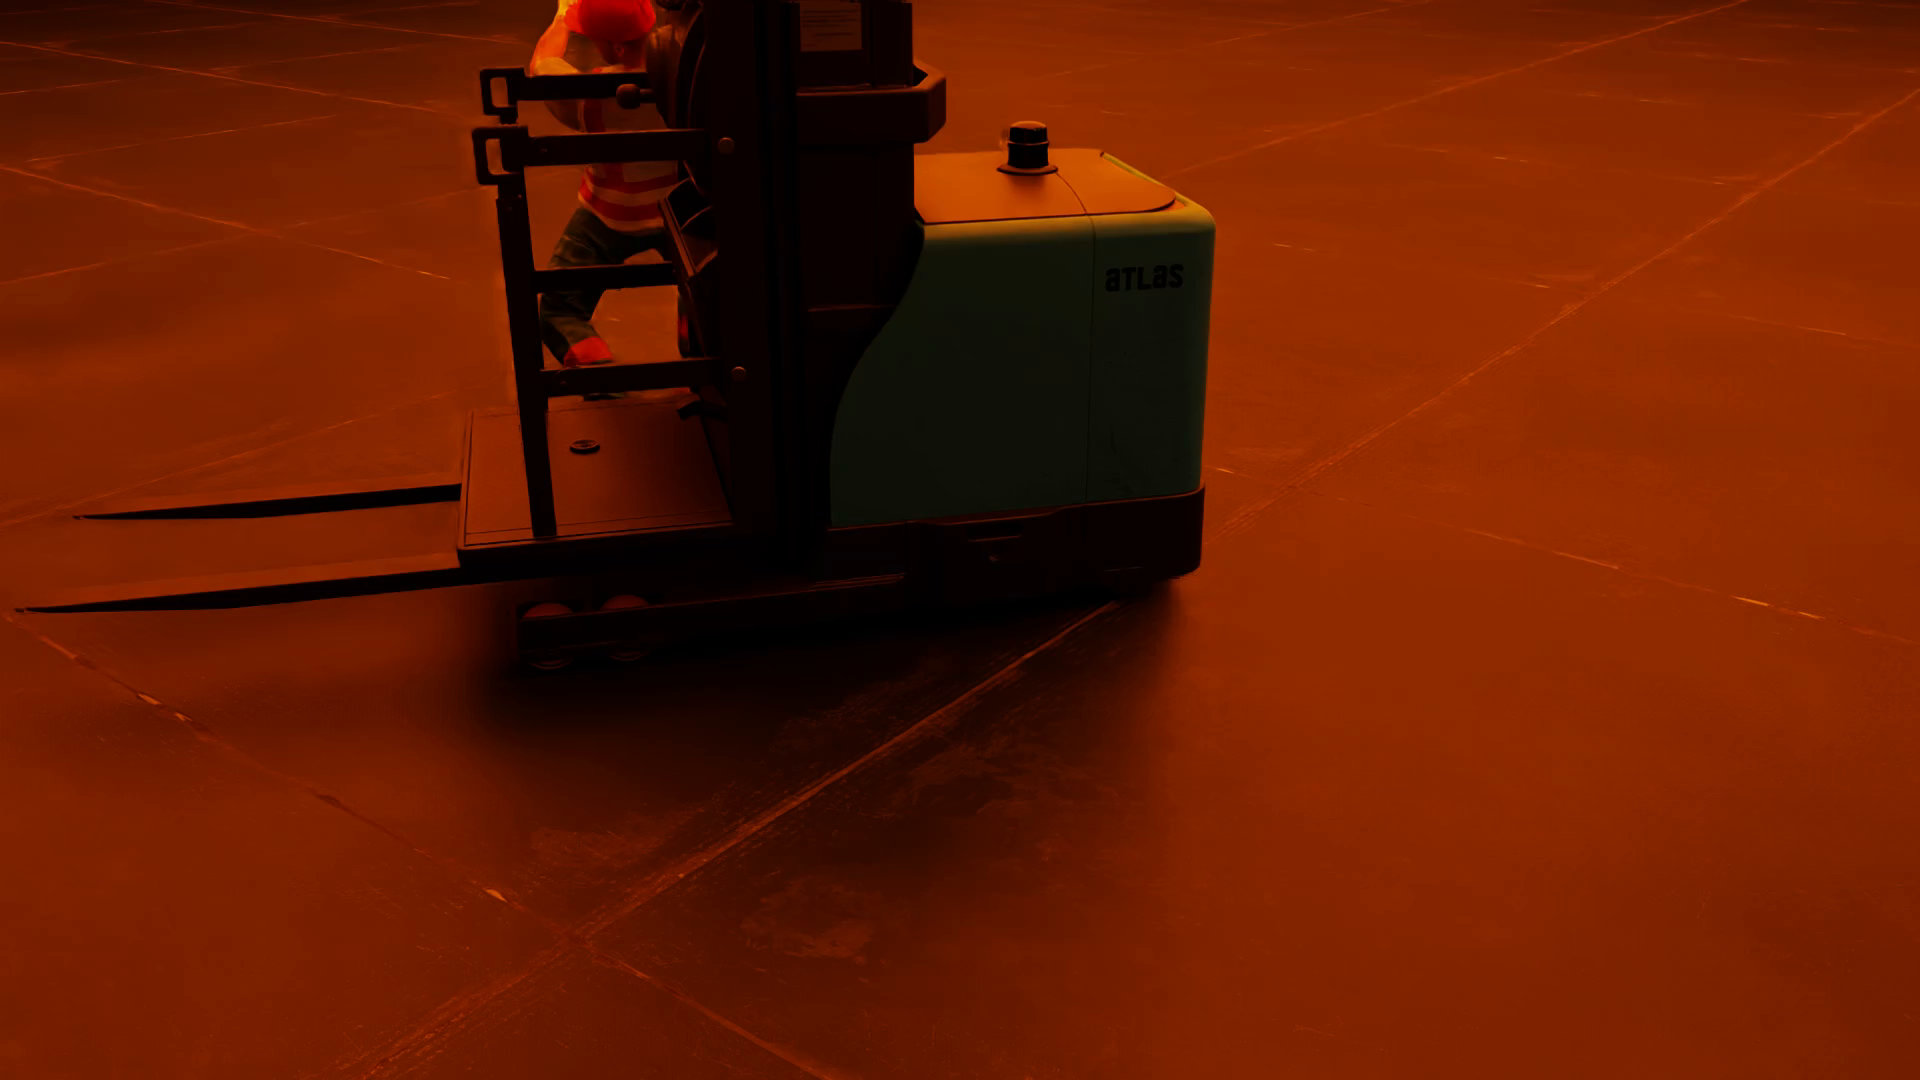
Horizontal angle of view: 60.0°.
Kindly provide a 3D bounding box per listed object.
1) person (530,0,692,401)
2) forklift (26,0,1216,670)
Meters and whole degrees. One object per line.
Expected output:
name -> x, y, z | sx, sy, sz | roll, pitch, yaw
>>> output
person -> -0.965, -1.136, 5.651 | 1.044, 1.532, 0.775 | -19, 30, -37
forklift -> -0.896, -1.246, 4.202 | 3.031, 2.935, 1.130 | -6, 24, -13
